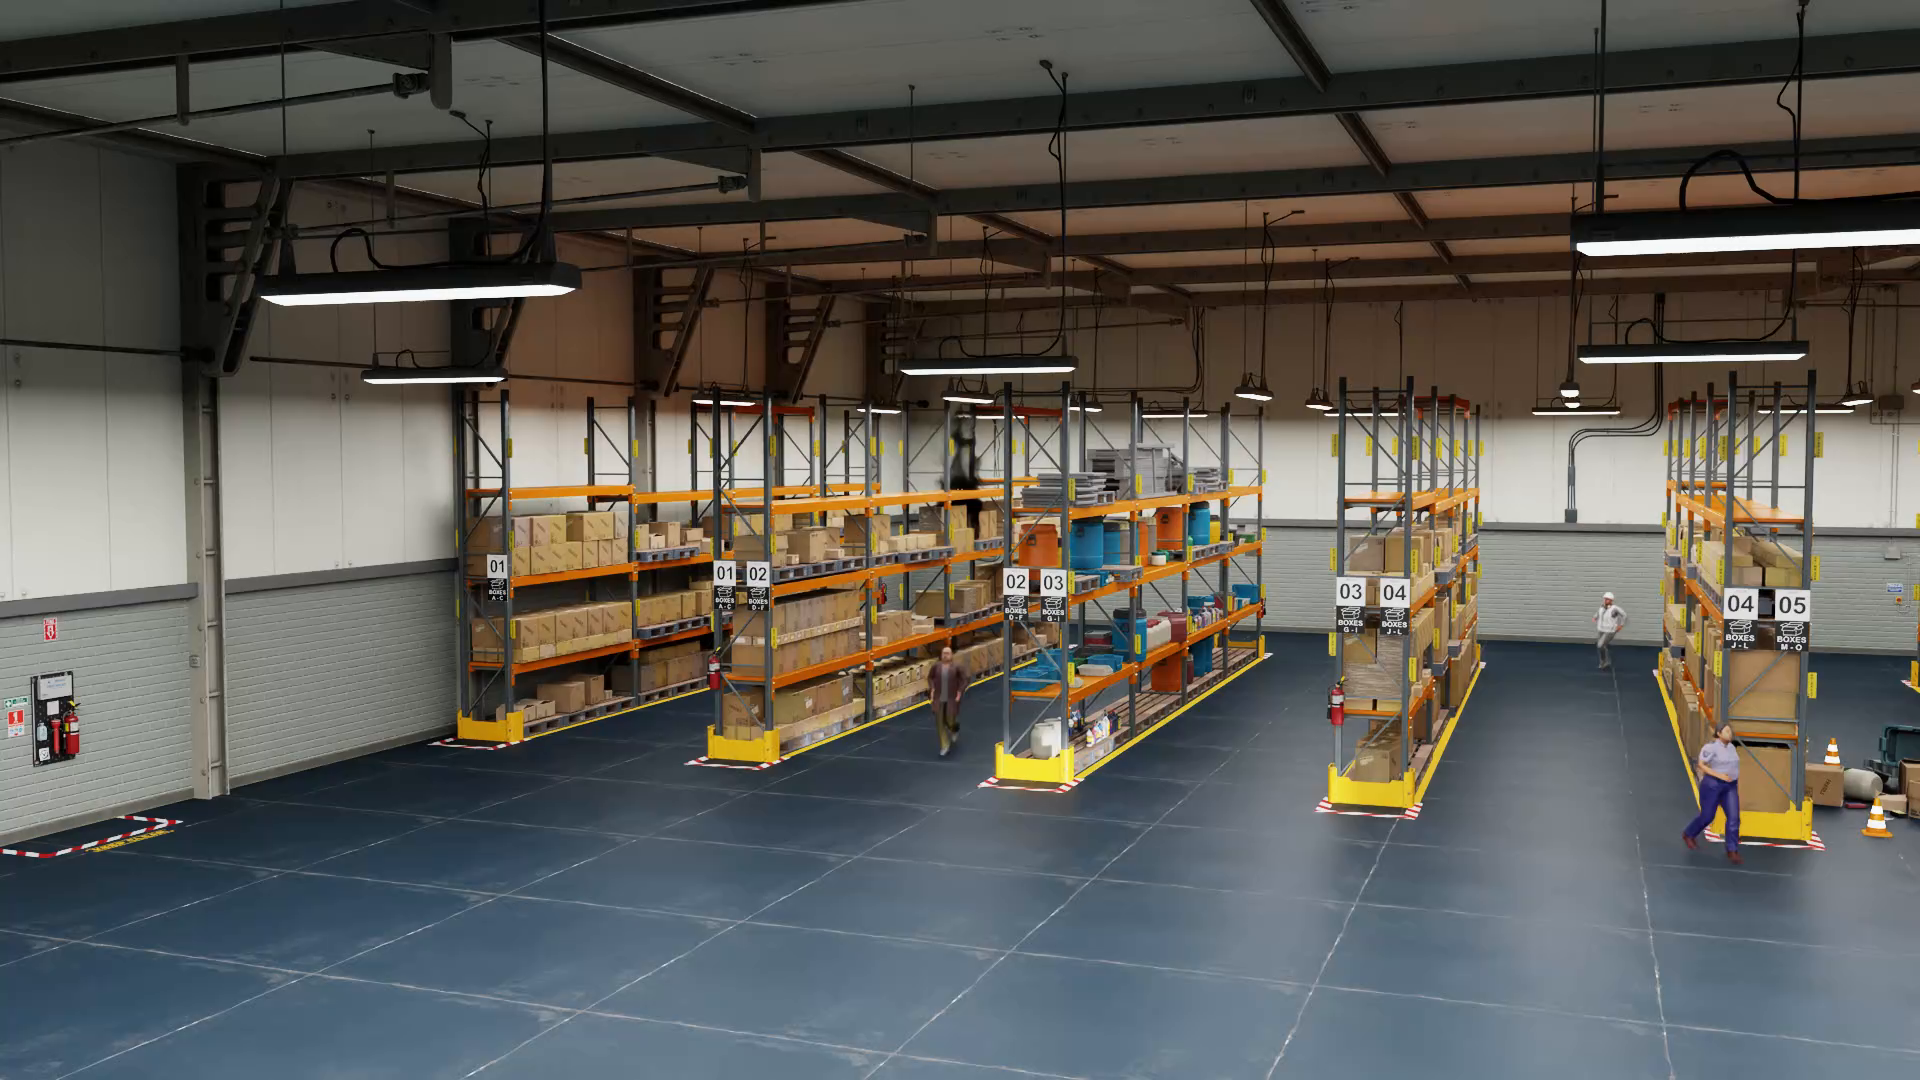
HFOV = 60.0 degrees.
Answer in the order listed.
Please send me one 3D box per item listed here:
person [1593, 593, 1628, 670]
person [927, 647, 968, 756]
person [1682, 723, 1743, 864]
[{"bbox_3d":[14.605,2.068,37.499,0.657,1.772,0.768,-2,3,-26],"label":"person"},{"bbox_3d":[-0.222,2.634,27.393,0.712,1.749,0.776,1,3,12],"label":"person"},{"bbox_3d":[9.334,3.058,20.338,0.643,1.624,0.914,-1,3,-13],"label":"person"}]
